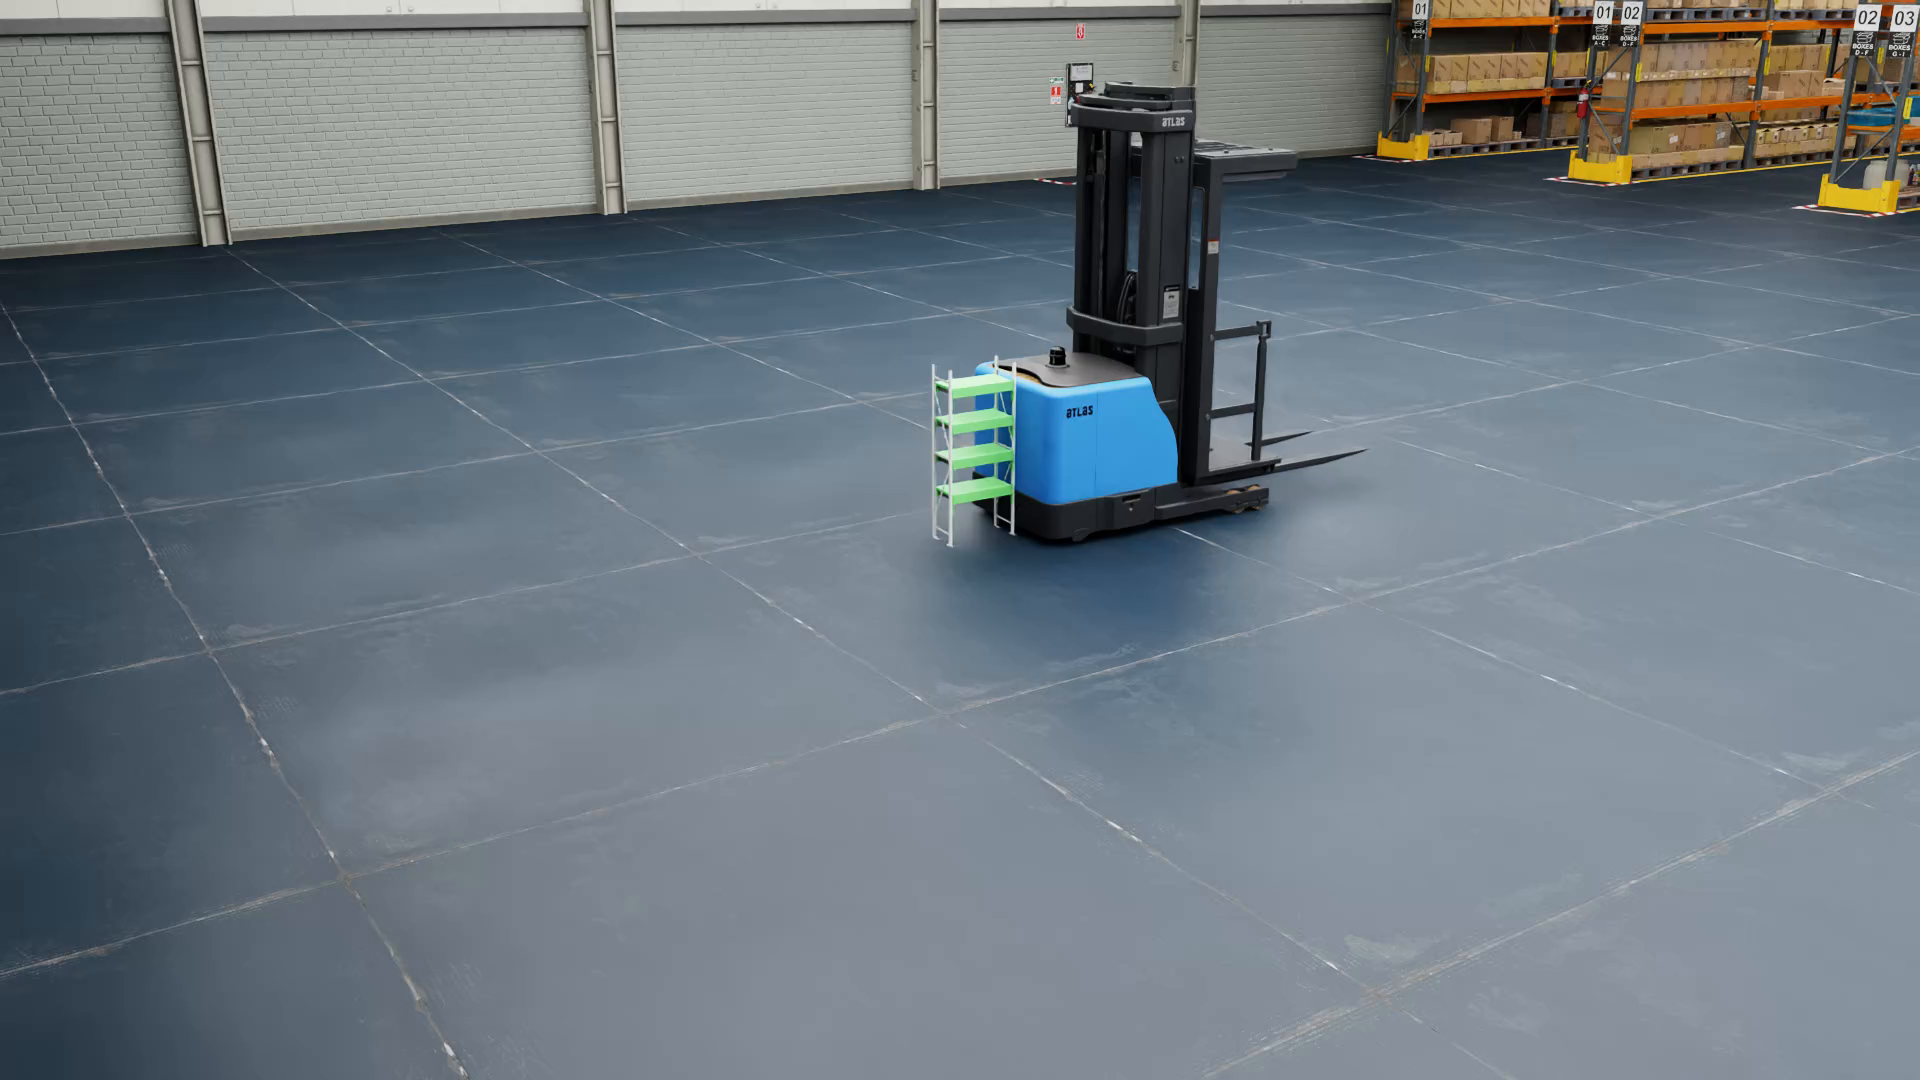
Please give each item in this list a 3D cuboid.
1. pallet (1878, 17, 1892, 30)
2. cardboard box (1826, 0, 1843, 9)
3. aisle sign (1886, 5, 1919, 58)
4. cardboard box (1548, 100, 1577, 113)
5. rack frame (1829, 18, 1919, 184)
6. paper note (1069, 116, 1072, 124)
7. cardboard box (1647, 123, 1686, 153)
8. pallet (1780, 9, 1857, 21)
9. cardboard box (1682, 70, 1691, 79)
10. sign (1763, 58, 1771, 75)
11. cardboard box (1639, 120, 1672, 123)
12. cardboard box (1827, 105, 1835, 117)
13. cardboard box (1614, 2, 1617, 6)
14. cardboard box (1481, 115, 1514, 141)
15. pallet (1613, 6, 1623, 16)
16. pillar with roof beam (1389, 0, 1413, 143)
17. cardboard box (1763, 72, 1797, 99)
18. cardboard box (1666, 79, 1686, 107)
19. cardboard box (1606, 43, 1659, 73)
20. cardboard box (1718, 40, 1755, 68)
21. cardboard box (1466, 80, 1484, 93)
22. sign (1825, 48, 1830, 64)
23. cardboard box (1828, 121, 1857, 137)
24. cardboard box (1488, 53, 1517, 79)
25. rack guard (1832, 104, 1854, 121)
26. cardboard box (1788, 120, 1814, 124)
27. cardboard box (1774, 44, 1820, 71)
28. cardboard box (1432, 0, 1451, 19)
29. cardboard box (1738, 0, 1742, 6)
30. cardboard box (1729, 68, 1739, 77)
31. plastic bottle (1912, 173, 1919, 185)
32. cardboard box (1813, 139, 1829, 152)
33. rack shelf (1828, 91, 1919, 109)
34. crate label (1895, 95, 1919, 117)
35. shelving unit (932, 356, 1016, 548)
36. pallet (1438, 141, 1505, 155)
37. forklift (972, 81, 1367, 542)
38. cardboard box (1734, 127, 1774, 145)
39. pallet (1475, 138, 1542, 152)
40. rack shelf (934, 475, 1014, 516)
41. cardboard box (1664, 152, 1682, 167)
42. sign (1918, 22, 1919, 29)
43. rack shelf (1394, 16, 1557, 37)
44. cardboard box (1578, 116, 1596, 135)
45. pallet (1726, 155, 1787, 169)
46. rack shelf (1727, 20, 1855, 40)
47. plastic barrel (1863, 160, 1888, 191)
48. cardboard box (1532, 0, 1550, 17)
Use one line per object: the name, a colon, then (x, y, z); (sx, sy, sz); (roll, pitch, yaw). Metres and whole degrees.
pallet: (15.497, -8.325, 26.796); (1.213, 0.211, 1.003); (-12, 22, -31)
cardboard box: (17.453, -10.867, 33.601); (0.500, 0.250, 0.500); (-12, 22, -32)
aisle sign: (14.853, -8.014, 26.207); (0.004, 0.787, 0.394); (-12, 22, -31)
cardboard box: (13.616, -9.820, 37.654); (0.500, 0.250, 0.500); (-12, 22, -33)
rack frame: (14.752, -6.874, 26.893); (0.127, 3.000, 1.000); (-12, 22, -31)
paper note: (2.131, -7.966, 31.500); (0.142, 0.148, 0.016); (-12, 22, -31)
cardboard box: (13.428, -7.666, 31.703); (0.500, 0.500, 0.500); (-12, 22, -31)
pallet: (17.263, -10.599, 33.523); (1.213, 0.211, 1.003); (-11, 21, -29)
cardboard box: (13.552, -8.793, 31.401); (0.250, 0.149, 0.380); (-12, 22, -32)
sign: (15.678, -9.203, 32.308); (0.005, 0.325, 0.100); (-12, 22, -31)
cardboard box: (13.561, -7.893, 32.374); (0.500, 0.500, 0.500); (-12, 22, -31)
cardboard box: (22.137, -11.207, 42.957); (0.500, 0.500, 0.700); (-12, 22, -31)
cardboard box: (14.851, -12.209, 37.797); (0.637, 0.503, 0.797); (-9, 20, -24)
cardboard box: (11.799, -9.059, 36.573); (0.500, 0.500, 0.500); (-14, 23, -35)
pallet: (14.083, -11.824, 37.145); (1.003, 0.211, 1.213); (-12, 22, -31)
pillar with roof beam: (11.780, -11.569, 31.414); (0.400, 9.000, 9.100); (-12, 22, -31)
cardboard box: (16.462, -9.175, 33.544); (0.500, 0.500, 0.500); (-10, 21, -28)
cardboard box: (13.282, -8.505, 31.563); (0.500, 0.500, 0.700); (-12, 22, -31)
cardboard box: (12.472, -8.949, 30.851); (0.500, 0.500, 0.700); (-12, 22, -31)
cardboard box: (15.005, -9.486, 32.438); (0.500, 0.500, 0.700); (-12, 22, -31)
cardboard box: (10.740, -9.646, 35.298); (0.500, 0.250, 0.500); (-12, 22, -32)
sign: (18.406, -10.263, 35.234); (0.005, 0.325, 0.100); (-12, 22, -31)
cardboard box: (18.411, -8.612, 34.798); (0.500, 0.311, 0.500); (-11, 22, -30)
cardboard box: (11.579, -10.181, 35.707); (0.500, 0.500, 0.500); (-13, 22, -33)
rack guard: (22.686, -11.162, 43.480); (0.348, 0.500, 1.175); (-12, 22, -31)
cardboard box: (17.680, -8.662, 34.944); (0.500, 0.311, 0.500); (-13, 22, -33)
cardboard box: (21.003, -12.128, 41.968); (0.700, 0.700, 0.980); (-13, 23, -34)
cardboard box: (9.720, -10.993, 34.208); (0.500, 0.500, 0.500); (-11, 22, -30)
cardboard box: (14.806, -10.619, 32.258); (0.500, 0.500, 0.500); (-10, 21, -27)
cardboard box: (14.838, -9.063, 32.201); (0.250, 0.149, 0.380); (-13, 22, -33)
plastic bottle: (16.471, -6.229, 28.667); (0.097, 0.201, 0.097); (0, 19, 0)
cardboard box: (17.557, -8.167, 34.357); (0.500, 0.250, 0.500); (-11, 22, -30)
rack shelf: (20.383, -9.620, 36.139); (4.000, 0.370, 1.077); (-12, 22, -31)
crate label: (16.141, -7.287, 28.060); (0.616, 0.435, 0.502); (-12, 22, -31)
shelving unit: (0.091, -0.592, 11.122); (0.503, 1.200, 0.258); (-11, 21, -29)
pallet: (11.083, -8.563, 36.245); (1.213, 0.211, 1.003); (-12, 22, -31)
forklift: (1.616, -1.707, 11.717); (3.031, 2.935, 1.130); (-11, 22, -29)
cardboard box: (15.854, -8.072, 33.200); (0.500, 0.311, 0.500); (-12, 22, -31)
pallet: (12.103, -8.779, 36.884); (1.213, 0.211, 1.003); (-12, 22, -31)
rack shelf: (0.091, -0.304, 11.219); (0.480, 0.148, 0.258); (-11, 21, -29)
cardboard box: (13.435, -7.308, 31.814); (0.500, 0.250, 0.500); (-12, 22, -31)
sign: (15.051, -8.151, 25.974); (0.005, 0.325, 0.100); (-12, 22, -31)
rack shelf: (10.974, -10.956, 35.408); (4.000, 0.370, 1.077); (-12, 22, -31)
cardboard box: (14.102, -9.570, 38.085); (0.500, 0.500, 0.700); (-12, 22, -31)
pallet: (15.966, -7.723, 33.759); (1.213, 0.211, 1.003); (-12, 22, -31)
rack shelf: (17.042, -10.336, 33.575); (4.000, 0.370, 1.077); (-12, 22, -31)
plastic barrel: (15.260, -6.030, 27.628); (0.421, 0.512, 0.421); (0, 19, 0)
cardboard box: (12.356, -11.550, 35.856); (0.500, 0.500, 0.500); (-11, 22, -30)
